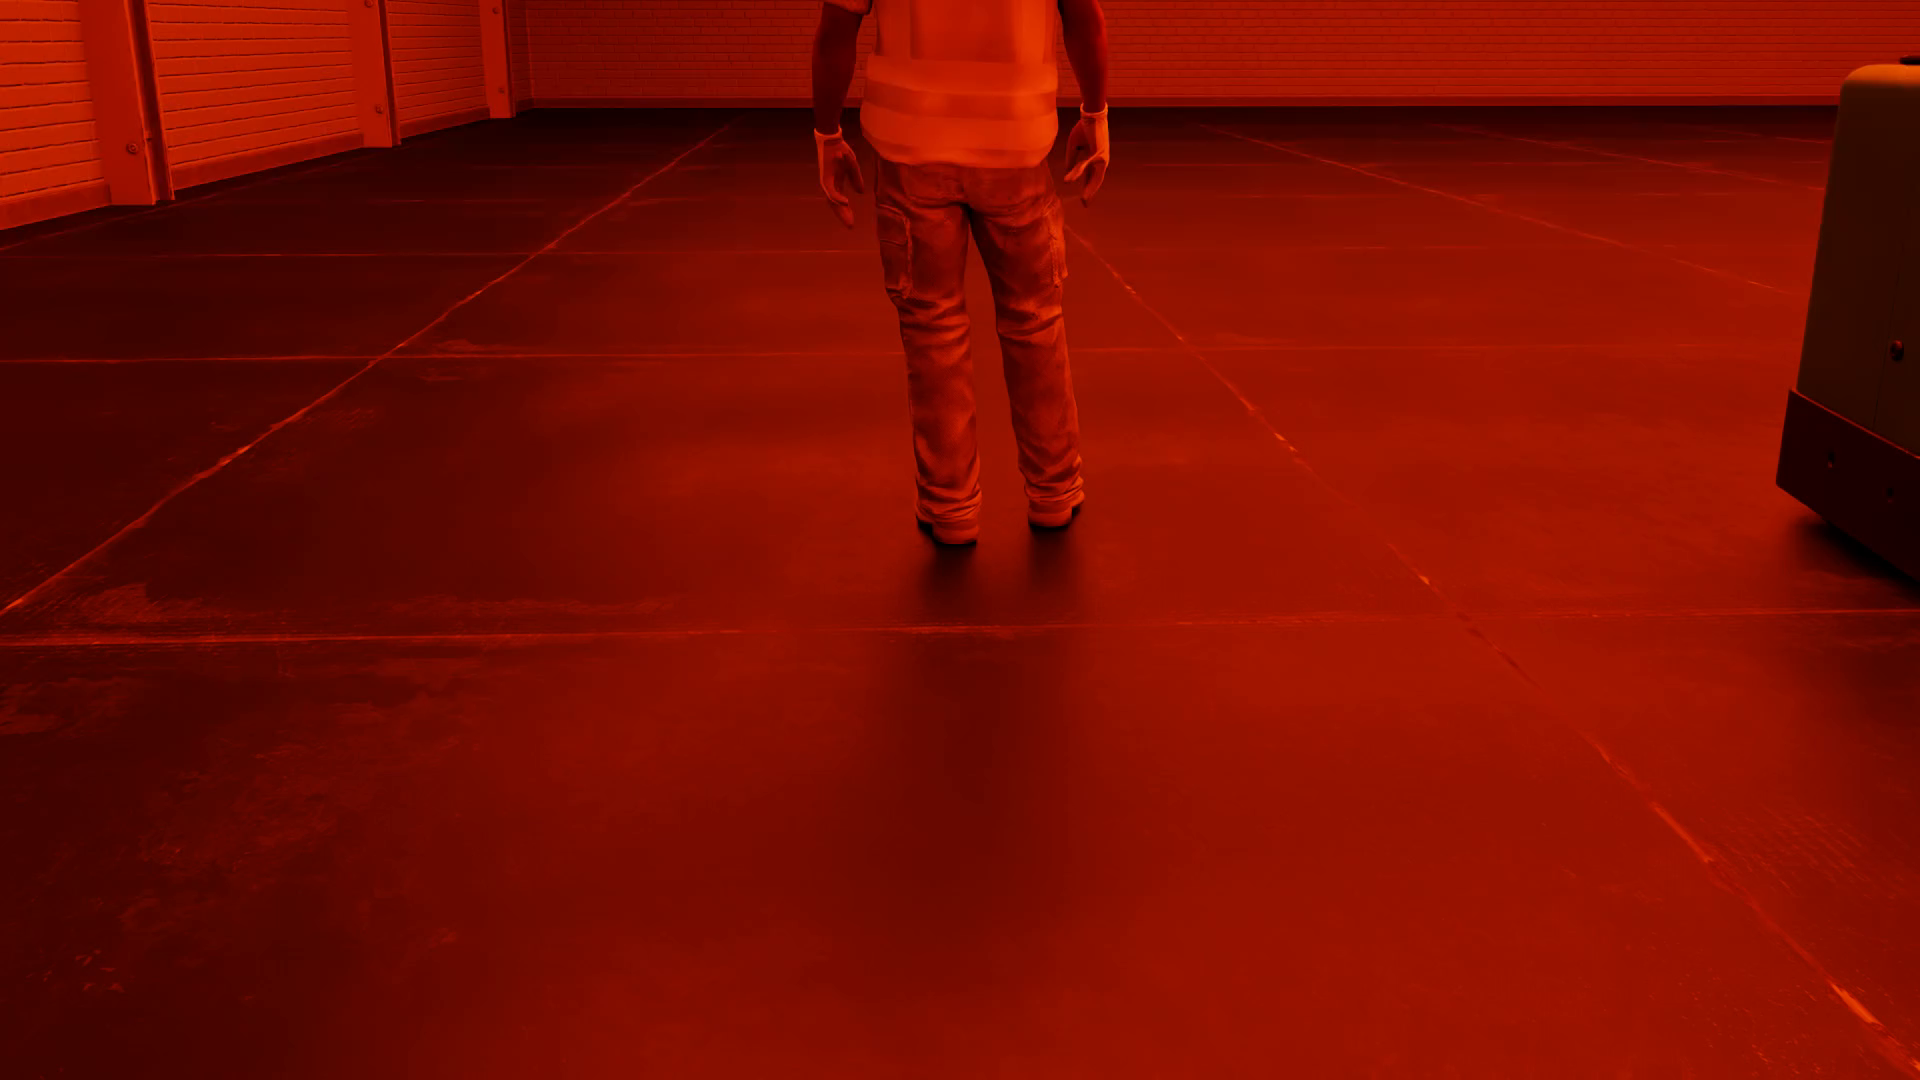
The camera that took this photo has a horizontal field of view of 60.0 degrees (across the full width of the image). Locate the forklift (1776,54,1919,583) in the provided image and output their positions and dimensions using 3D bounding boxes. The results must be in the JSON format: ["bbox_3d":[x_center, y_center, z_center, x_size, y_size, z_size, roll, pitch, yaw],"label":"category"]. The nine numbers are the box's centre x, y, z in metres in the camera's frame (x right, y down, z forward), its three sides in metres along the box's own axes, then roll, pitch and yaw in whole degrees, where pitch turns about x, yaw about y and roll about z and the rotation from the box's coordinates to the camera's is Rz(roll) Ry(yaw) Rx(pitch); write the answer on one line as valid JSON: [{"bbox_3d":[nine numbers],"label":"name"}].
[{"bbox_3d":[3.489,-1.302,3.165,3.031,2.935,1.130,1,17,5],"label":"forklift"}]

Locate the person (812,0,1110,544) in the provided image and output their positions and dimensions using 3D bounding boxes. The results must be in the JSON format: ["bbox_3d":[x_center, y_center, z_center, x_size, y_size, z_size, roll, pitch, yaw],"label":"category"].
[{"bbox_3d":[0.005,-0.881,3.725,0.657,1.785,0.575,-1,17,-3],"label":"person"}]
